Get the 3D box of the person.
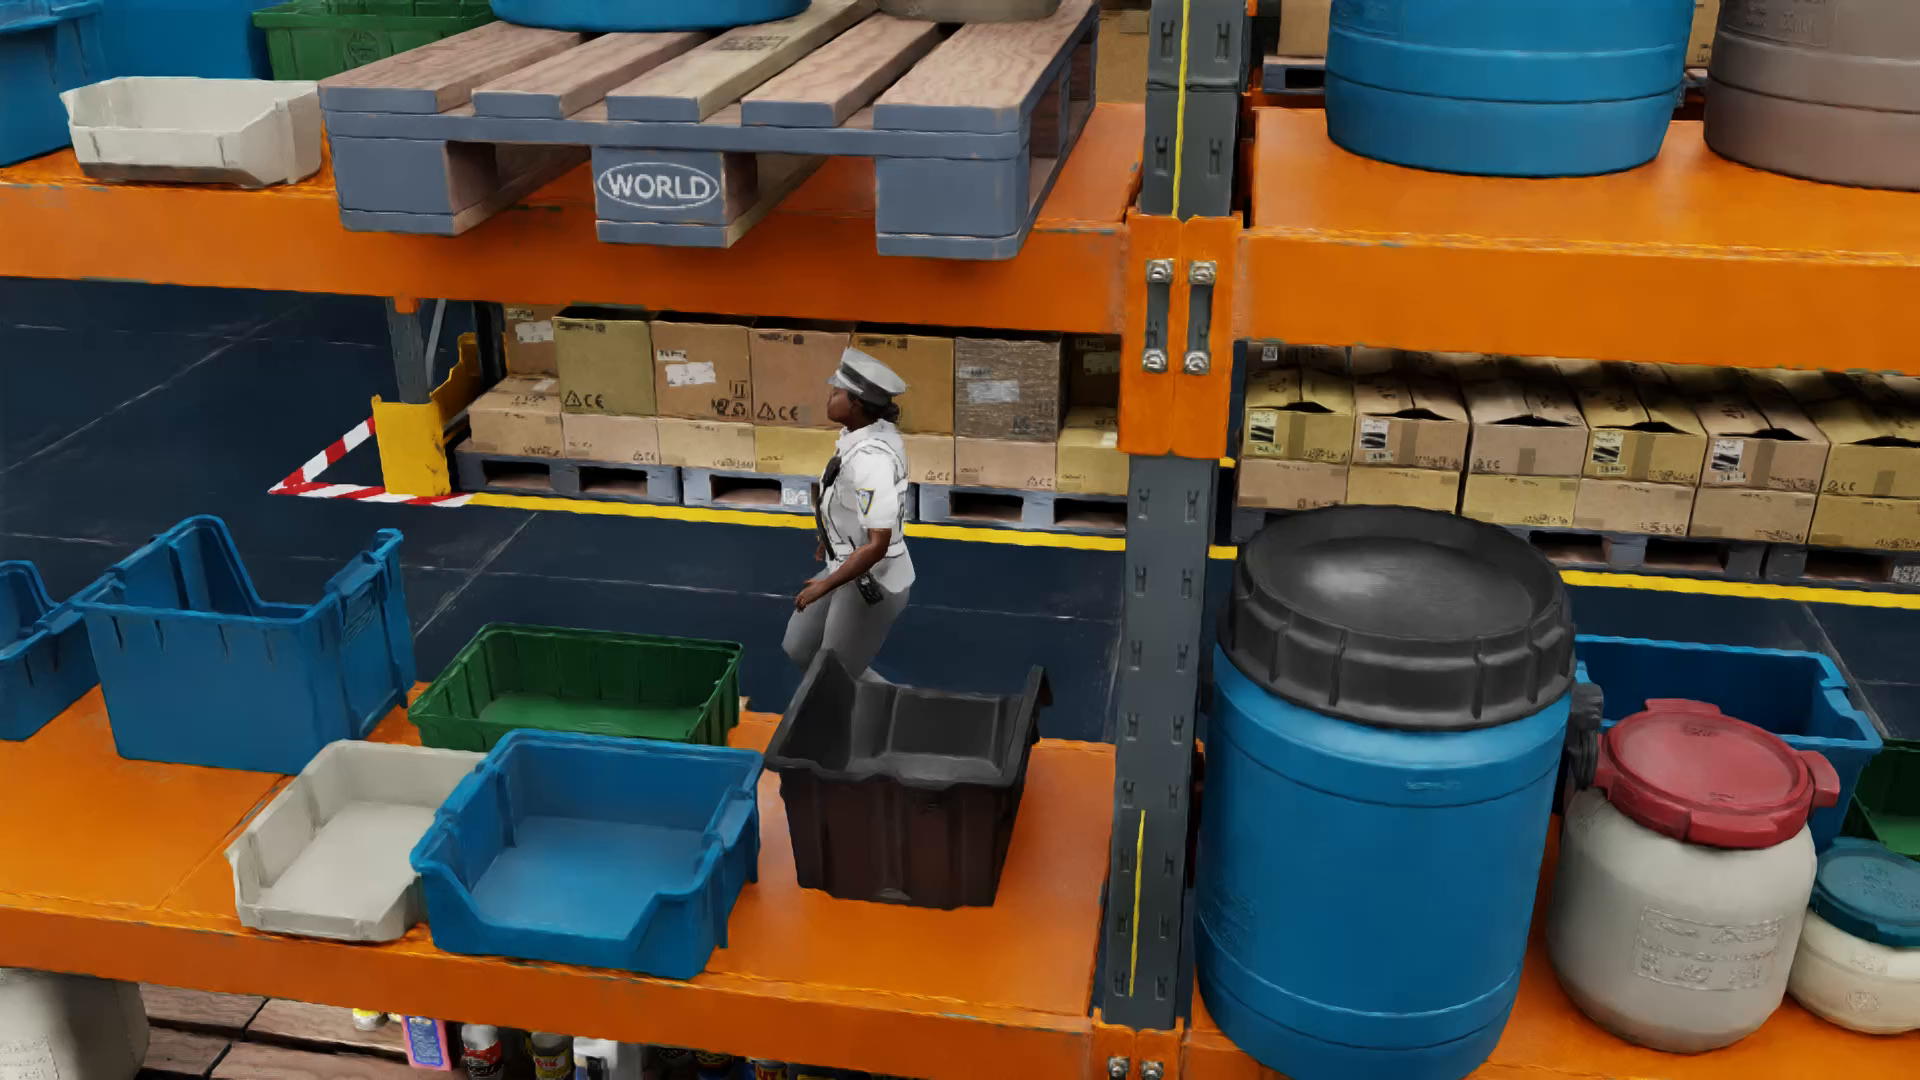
[{"bbox_3d":[-0.391,0.145,5.807,0.469,1.670,0.626,-4,25,-9],"label":"person"}]
